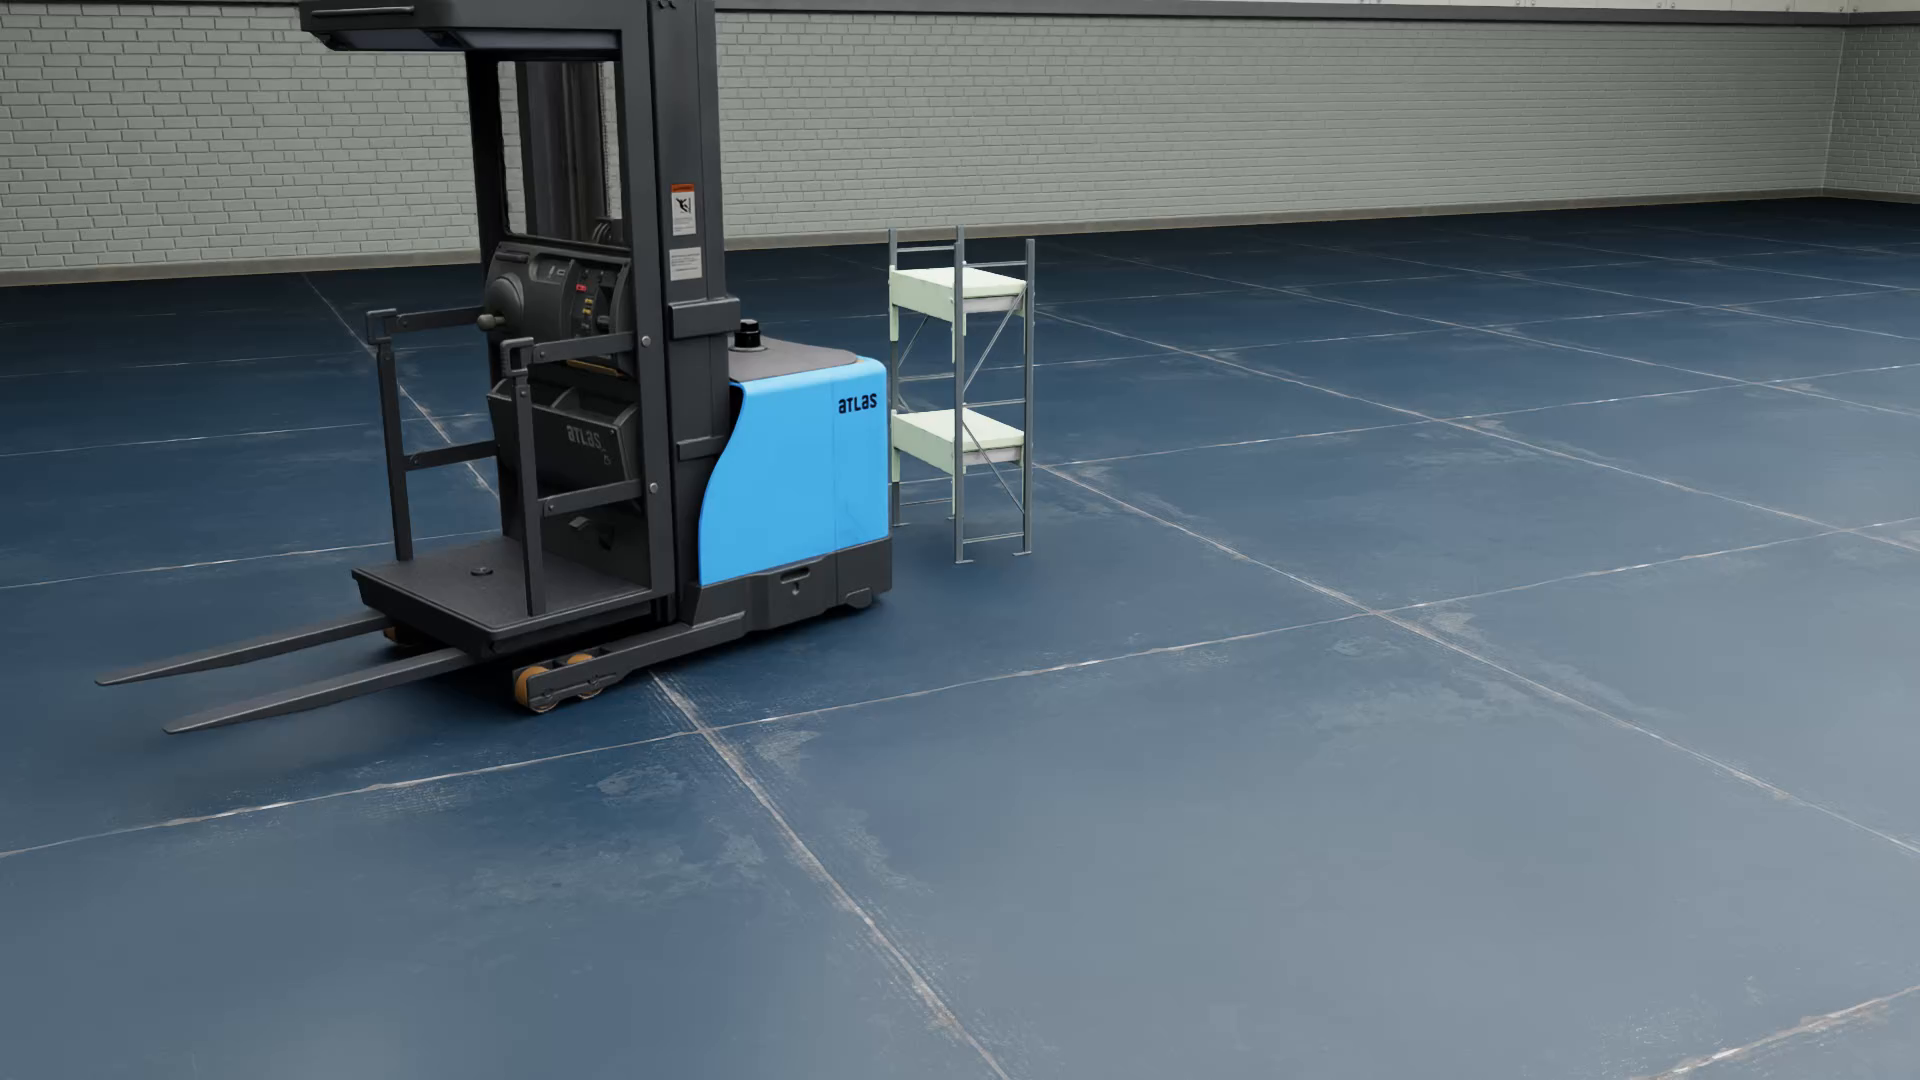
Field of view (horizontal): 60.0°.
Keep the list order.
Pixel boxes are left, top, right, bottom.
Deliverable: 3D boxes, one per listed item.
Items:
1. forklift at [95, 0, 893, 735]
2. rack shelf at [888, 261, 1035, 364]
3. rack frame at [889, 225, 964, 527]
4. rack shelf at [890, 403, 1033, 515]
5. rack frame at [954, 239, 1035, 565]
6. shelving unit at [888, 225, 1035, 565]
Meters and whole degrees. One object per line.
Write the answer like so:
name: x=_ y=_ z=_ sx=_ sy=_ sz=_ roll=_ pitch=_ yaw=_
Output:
forklift: x=-1.691 y=-0.940 z=6.213 sx=1.130 sy=2.935 sz=3.031 roll=15 pitch=22 yaw=43
rack shelf: x=-0.003 y=-1.098 z=7.942 sx=0.431 sy=0.370 sz=0.720 roll=-8 pitch=18 yaw=-25
rack frame: x=-0.163 y=-0.813 z=8.366 sx=0.400 sy=1.500 sz=0.023 roll=-8 pitch=18 yaw=-25
rack shelf: x=-0.003 y=-0.409 z=8.139 sx=0.431 sy=0.370 sz=0.720 roll=-8 pitch=18 yaw=-25
rack frame: x=0.157 y=-0.632 z=7.733 sx=0.400 sy=1.500 sz=0.023 roll=-8 pitch=18 yaw=-25
shelving unit: x=-0.003 y=-0.723 z=8.050 sx=0.431 sy=1.500 sz=0.755 roll=-8 pitch=18 yaw=-25
